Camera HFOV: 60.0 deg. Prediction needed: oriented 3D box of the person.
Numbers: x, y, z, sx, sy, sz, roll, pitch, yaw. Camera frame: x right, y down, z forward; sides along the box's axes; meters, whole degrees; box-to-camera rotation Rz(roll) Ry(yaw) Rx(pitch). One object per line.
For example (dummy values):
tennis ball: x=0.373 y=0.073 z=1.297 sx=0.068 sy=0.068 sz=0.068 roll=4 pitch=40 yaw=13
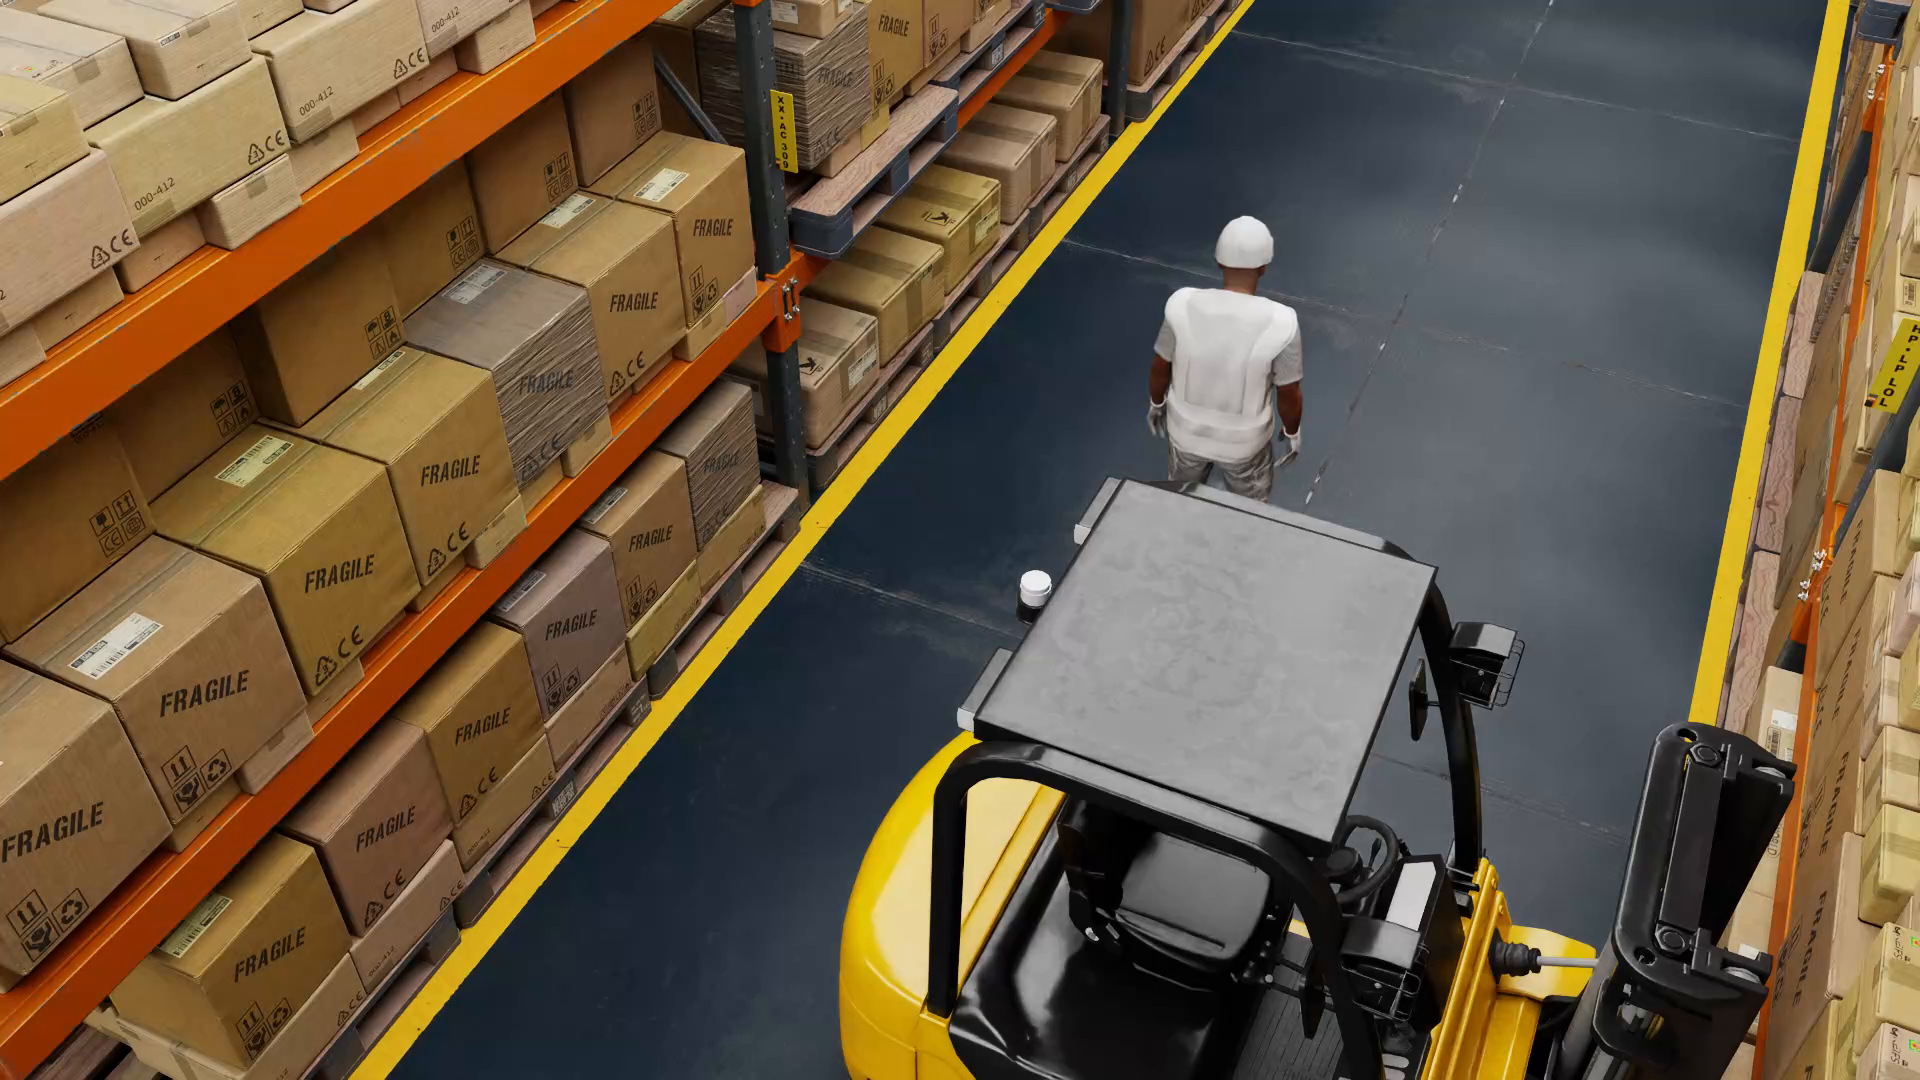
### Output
person: x=1.059 y=-0.468 z=6.678 sx=0.630 sy=1.774 sz=0.451 roll=16 pitch=44 yaw=17
